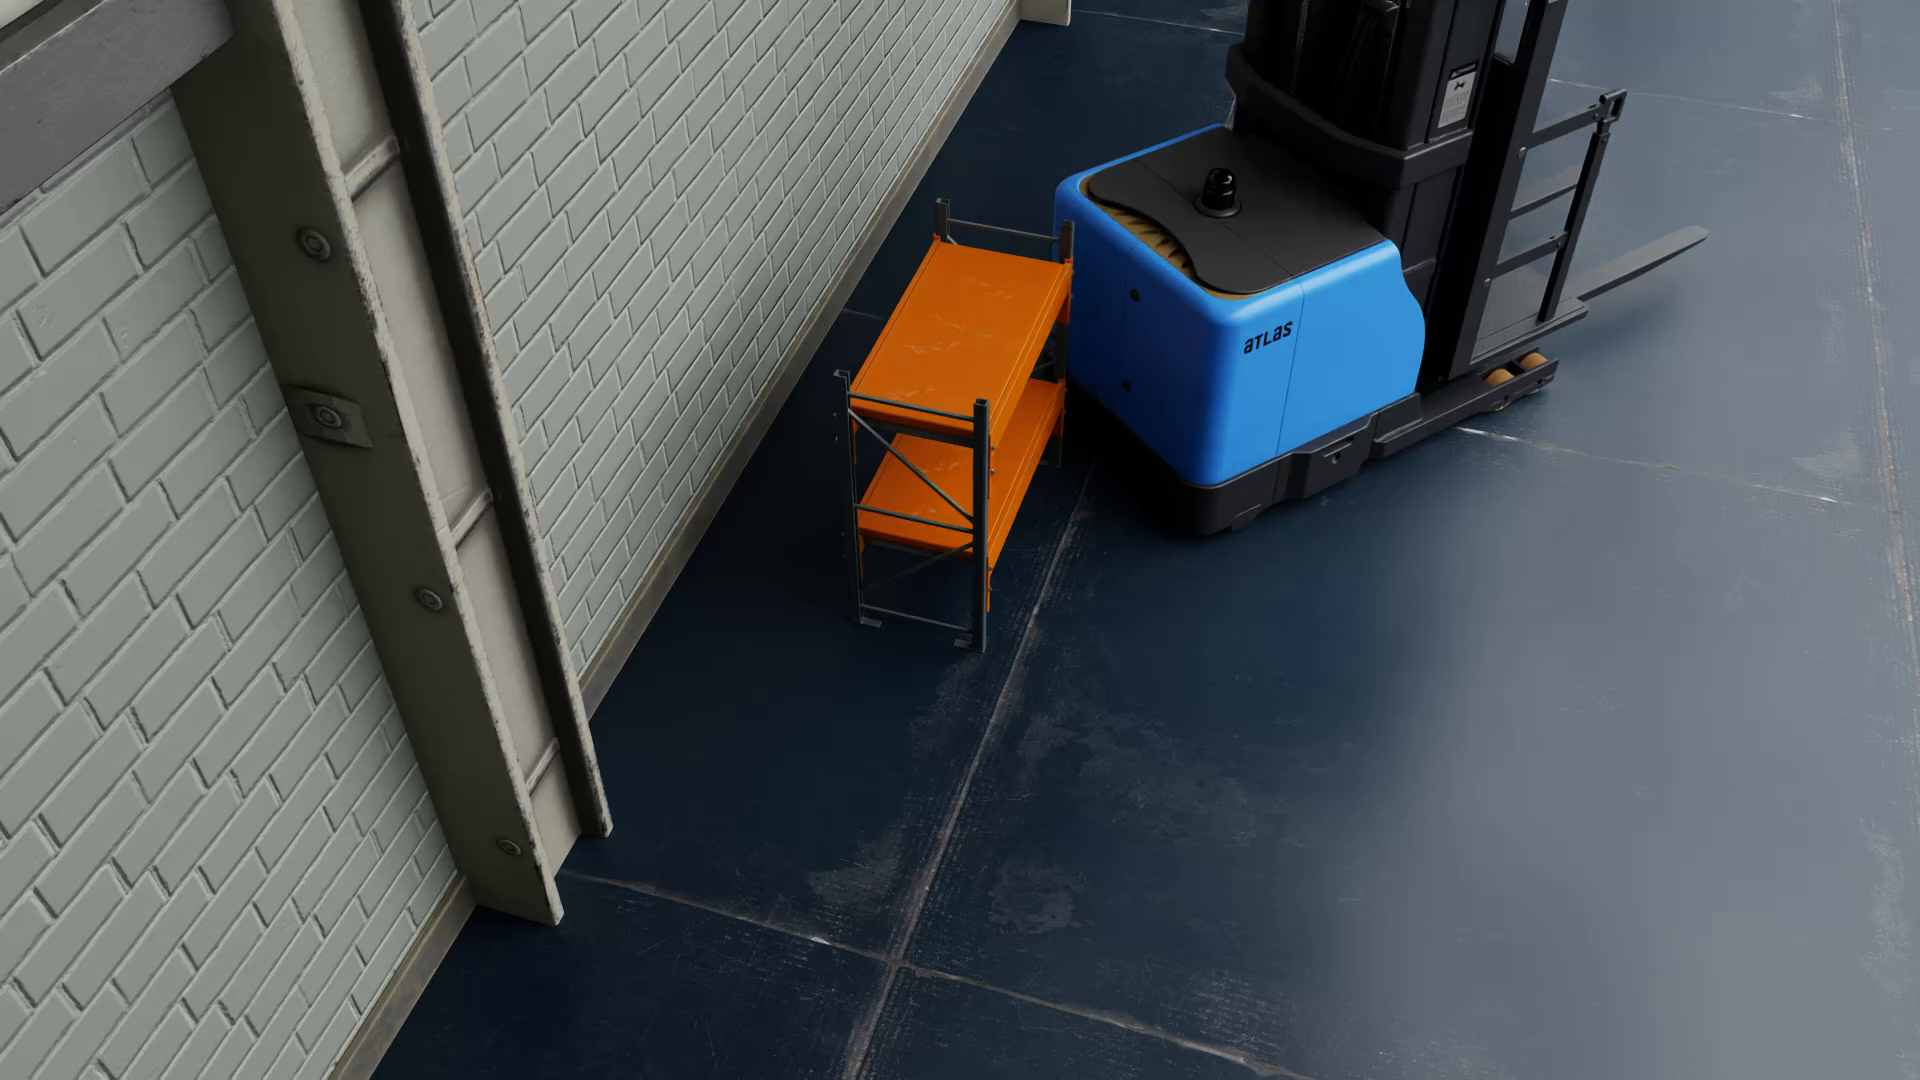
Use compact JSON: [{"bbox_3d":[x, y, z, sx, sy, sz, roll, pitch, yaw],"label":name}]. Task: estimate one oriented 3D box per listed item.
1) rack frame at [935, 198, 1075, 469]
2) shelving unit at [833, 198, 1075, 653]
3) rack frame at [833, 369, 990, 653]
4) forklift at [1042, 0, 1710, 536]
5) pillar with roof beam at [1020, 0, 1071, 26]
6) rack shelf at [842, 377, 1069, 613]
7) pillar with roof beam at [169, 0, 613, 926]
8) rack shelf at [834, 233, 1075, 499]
[{"bbox_3d":[0.156,-0.745,6.207,0.500,1.125,0.032,13,46,13],"label":"rack frame"},{"bbox_3d":[0.002,-0.407,5.861,0.538,1.125,1.048,13,46,13],"label":"shelving unit"},{"bbox_3d":[-0.152,-0.068,5.515,0.500,1.125,0.032,13,46,13],"label":"rack frame"},{"bbox_3d":[1.848,-1.865,6.060,3.031,2.935,1.130,-24,49,-23],"label":"forklift"},{"bbox_3d":[4.607,-5.294,5.226,9.100,9.000,0.400,13,46,13],"label":"pillar with roof beam"},{"bbox_3d":[0.002,-0.232,6.032,0.538,0.278,1.000,13,46,13],"label":"rack shelf"},{"bbox_3d":[2.790,-1.295,1.139,9.100,9.000,0.400,13,46,13],"label":"pillar with roof beam"},{"bbox_3d":[0.002,-0.616,5.656,0.538,0.278,1.000,13,46,13],"label":"rack shelf"}]
